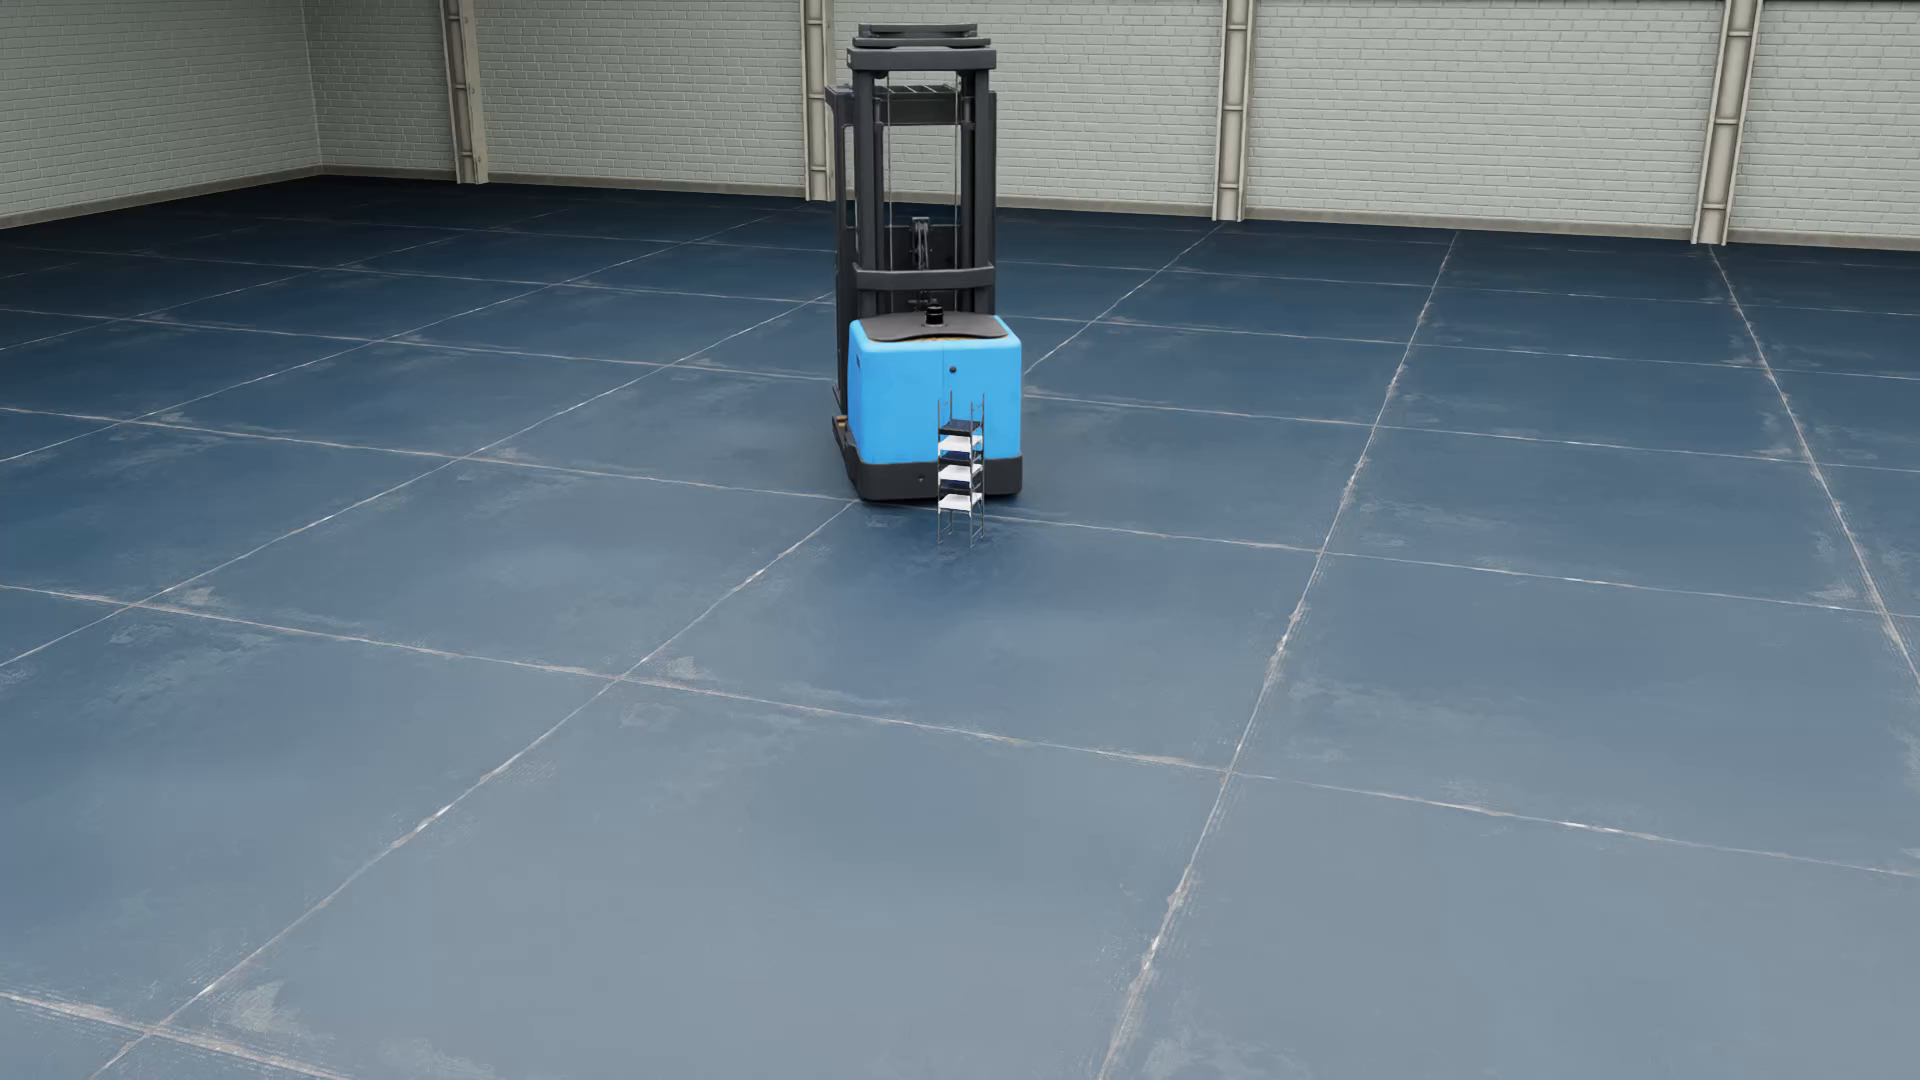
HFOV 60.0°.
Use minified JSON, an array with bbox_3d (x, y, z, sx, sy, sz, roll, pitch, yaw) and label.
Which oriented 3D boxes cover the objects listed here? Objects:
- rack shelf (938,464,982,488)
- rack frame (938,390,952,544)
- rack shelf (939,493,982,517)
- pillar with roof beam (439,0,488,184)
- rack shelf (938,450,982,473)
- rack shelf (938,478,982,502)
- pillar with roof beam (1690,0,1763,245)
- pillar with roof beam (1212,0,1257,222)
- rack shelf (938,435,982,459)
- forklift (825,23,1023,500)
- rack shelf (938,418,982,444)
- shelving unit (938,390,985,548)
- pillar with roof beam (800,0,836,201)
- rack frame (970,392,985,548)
[{"bbox_3d":[0.008,-0.393,9.937,0.200,0.077,0.258,7,20,18],"label":"rack shelf"},{"bbox_3d":[-0.088,-0.435,9.957,0.006,0.900,0.240,7,20,18],"label":"rack frame"},{"bbox_3d":[0.008,-0.223,9.996,0.200,0.077,0.258,7,20,18],"label":"rack shelf"},{"bbox_3d":[-9.106,-8.560,20.960,0.400,9.000,9.100,7,20,18],"label":"pillar with roof beam"},{"bbox_3d":[0.008,-0.478,9.907,0.200,0.077,0.258,7,20,18],"label":"rack shelf"},{"bbox_3d":[0.008,-0.308,9.966,0.200,0.077,0.258,7,20,18],"label":"rack shelf"},{"bbox_3d":[7.898,-6.615,15.383,0.400,9.000,9.100,7,20,18],"label":"pillar with roof beam"},{"bbox_3d":[2.230,-7.263,17.242,0.400,9.000,9.100,7,20,18],"label":"pillar with roof beam"},{"bbox_3d":[0.008,-0.563,9.877,0.200,0.077,0.258,7,20,18],"label":"rack shelf"},{"bbox_3d":[-0.338,-2.082,11.596,1.130,2.935,3.031,-3,19,-9],"label":"forklift"},{"bbox_3d":[0.008,-0.648,9.848,0.200,0.077,0.258,7,20,18],"label":"rack shelf"},{"bbox_3d":[0.008,-0.424,9.926,0.210,0.900,0.258,7,20,18],"label":"shelving unit"},{"bbox_3d":[-3.438,-7.911,19.101,0.400,9.000,9.100,7,20,18],"label":"pillar with roof beam"},{"bbox_3d":[0.104,-0.413,9.894,0.006,0.900,0.240,7,20,18],"label":"rack frame"}]
